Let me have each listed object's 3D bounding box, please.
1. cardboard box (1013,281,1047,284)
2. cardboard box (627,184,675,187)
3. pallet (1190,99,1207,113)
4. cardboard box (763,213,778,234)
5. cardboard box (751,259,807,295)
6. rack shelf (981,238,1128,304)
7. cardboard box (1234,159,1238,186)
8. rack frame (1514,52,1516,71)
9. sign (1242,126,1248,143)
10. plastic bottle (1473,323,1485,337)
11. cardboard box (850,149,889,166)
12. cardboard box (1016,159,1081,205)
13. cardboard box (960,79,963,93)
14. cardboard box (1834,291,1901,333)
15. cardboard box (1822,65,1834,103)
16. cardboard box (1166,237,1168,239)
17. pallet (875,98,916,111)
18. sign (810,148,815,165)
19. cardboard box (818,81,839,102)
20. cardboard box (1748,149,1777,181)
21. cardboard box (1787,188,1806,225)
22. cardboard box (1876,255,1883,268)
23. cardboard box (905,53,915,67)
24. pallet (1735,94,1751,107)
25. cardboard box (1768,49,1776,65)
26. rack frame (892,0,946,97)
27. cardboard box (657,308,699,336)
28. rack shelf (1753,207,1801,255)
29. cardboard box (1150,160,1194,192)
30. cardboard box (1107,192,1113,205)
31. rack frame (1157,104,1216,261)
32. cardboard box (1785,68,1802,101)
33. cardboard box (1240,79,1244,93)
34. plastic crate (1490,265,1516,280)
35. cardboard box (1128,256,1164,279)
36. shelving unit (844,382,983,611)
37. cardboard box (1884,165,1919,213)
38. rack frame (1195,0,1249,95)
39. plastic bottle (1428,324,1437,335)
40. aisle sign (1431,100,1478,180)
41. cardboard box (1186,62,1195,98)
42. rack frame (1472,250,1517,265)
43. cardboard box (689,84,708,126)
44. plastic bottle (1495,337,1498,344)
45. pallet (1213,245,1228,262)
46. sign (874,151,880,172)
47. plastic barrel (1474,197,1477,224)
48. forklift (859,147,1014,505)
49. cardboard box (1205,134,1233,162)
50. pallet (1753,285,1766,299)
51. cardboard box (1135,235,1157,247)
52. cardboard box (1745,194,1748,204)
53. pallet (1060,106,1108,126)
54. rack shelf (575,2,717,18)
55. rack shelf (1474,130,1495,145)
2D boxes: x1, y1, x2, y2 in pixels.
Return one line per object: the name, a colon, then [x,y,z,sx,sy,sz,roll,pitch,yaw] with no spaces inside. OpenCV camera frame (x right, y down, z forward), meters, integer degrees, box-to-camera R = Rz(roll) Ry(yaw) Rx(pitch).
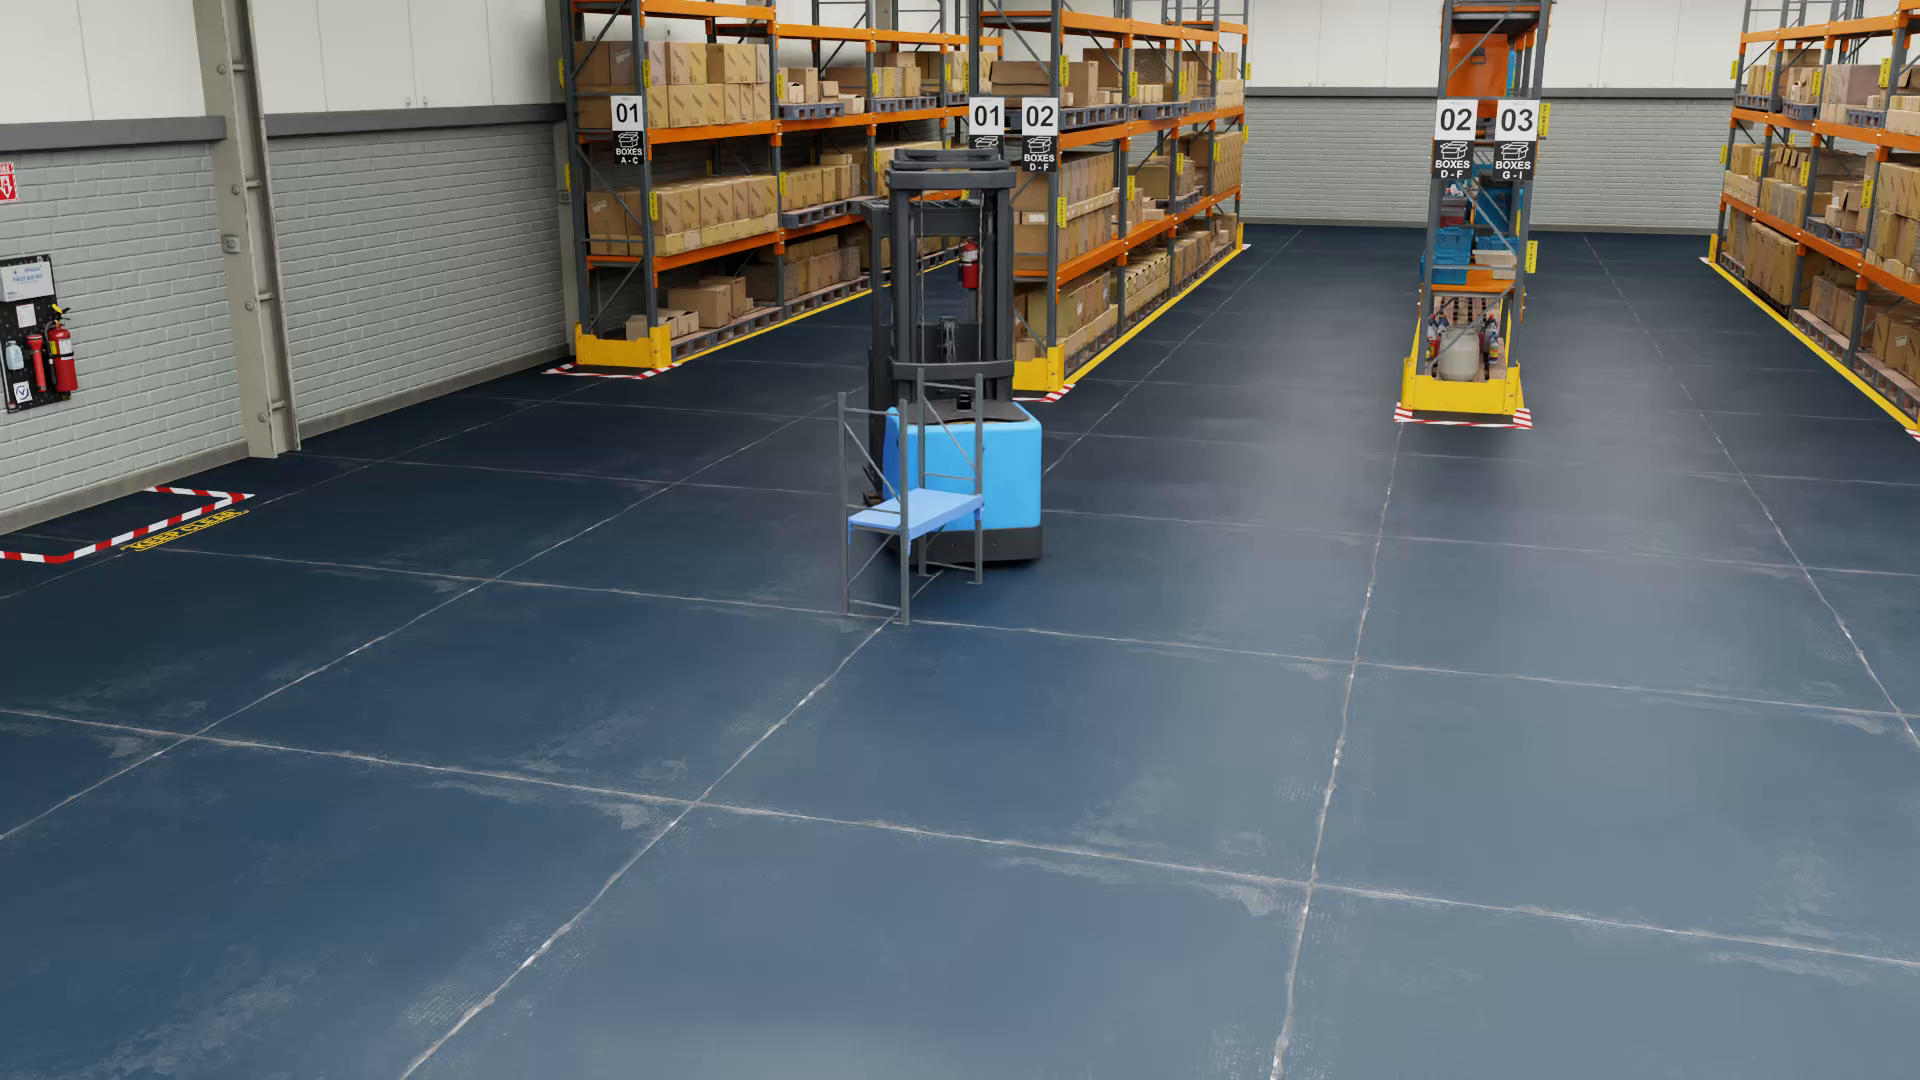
cardboard box: [0.874,-3.002,20.812,0.500,0.500,0.500,5,16,16]
cardboard box: [10.083,-5.307,24.195,26.022,0.889,13.577,4,16,14]
pallet: [3.459,-7.261,27.778,1.213,0.211,1.003,5,16,16]
cardboard box: [-2.864,-4.425,23.171,0.500,0.250,0.500,5,16,16]
cardboard box: [-2.729,-3.977,25.128,0.700,0.500,0.500,4,16,15]
rack shelf: [1.162,-3.382,20.576,1.077,0.370,4.000,5,16,16]
cardboard box: [5.130,-7.165,32.410,0.500,0.500,0.500,5,17,16]
rack frame: [8.752,-8.846,27.525,1.000,3.000,0.127,5,16,16]
sign: [5.667,-8.052,33.020,0.100,0.325,0.005,5,16,16]
plastic bottle: [6.368,-2.532,20.444,0.152,0.276,0.135,5,16,16]
cardboard box: [-1.499,-6.349,27.578,0.500,0.250,0.500,5,17,17]
cardboard box: [1.040,-4.282,19.870,0.700,0.500,0.500,5,16,16]
cardboard box: [-0.139,-8.641,31.624,0.500,0.250,0.500,4,16,15]
cardboard box: [11.734,-2.920,21.403,0.700,0.500,0.500,3,16,11]
cardboard box: [11.983,-6.158,22.446,0.500,0.500,0.500,5,17,16]
cardboard box: [3.342,-4.976,28.649,0.500,0.500,0.500,5,17,17]
pallet: [-1.437,-7.499,28.620,1.003,0.211,1.213,5,17,18]
sign: [-2.417,-6.281,27.353,0.100,0.325,0.005,5,16,16]
cardboard box: [-2.341,-6.852,25.766,0.797,0.503,0.637,7,17,24]
cardboard box: [13.521,-6.279,27.825,0.500,0.500,0.500,5,17,16]
cardboard box: [12.414,-4.855,24.268,0.500,0.500,0.500,4,16,15]
cardboard box: [10.749,-3.197,19.063,0.380,0.149,0.250,5,16,16]
cardboard box: [-1.123,-8.571,29.691,0.500,0.250,0.500,6,17,20]
pallet: [14.436,-7.828,29.595,1.003,0.211,1.213,5,16,16]
cardboard box: [14.053,-8.196,28.222,0.500,0.250,0.500,4,16,14]
rack frame: [-0.747,-9.614,30.234,1.000,3.000,0.127,5,16,16]
cardboard box: [-3.712,-2.830,21.430,0.500,0.311,0.500,6,17,20]
rack shelf: [19.458,-4.316,21.262,15.828,1.792,7.840,5,16,16]
cardboard box: [3.561,-6.128,27.984,0.700,0.500,0.500,1,16,2]
cardboard box: [1.786,-4.460,21.683,0.380,0.149,0.250,4,16,15]
rack frame: [4.003,-6.345,29.701,1.000,3.000,0.127,5,16,16]
cardboard box: [13.345,-7.116,25.972,0.700,0.500,0.500,5,17,17]
cardboard box: [5.239,-8.848,32.390,0.500,0.250,0.500,5,16,16]
plastic crate: [5.904,-2.902,18.049,0.298,0.136,0.250,5,16,16]
cardboard box: [2.813,-4.155,25.222,0.500,0.311,0.500,4,16,15]
shelving unit: [-0.314,-0.316,11.193,0.538,1.308,1.030,8,18,28]
cardboard box: [10.715,-3.926,18.613,0.500,0.500,0.500,5,16,16]
rack frame: [5.140,-10.277,32.572,1.000,3.000,0.127,5,16,16]
plastic bottle: [5.624,-2.416,19.897,0.144,0.351,0.185,5,17,18]
aisle sign: [5.036,-4.075,16.935,0.394,0.787,0.004,5,16,16]
cardboard box: [3.622,-7.783,28.140,0.600,0.600,0.600,4,16,15]
rack frame: [13.585,-5.107,17.459,15.375,4.700,1.906,5,16,16]
cardboard box: [-3.492,-5.431,20.764,0.500,0.500,0.500,5,17,18]
plastic bottle: [6.424,-4.336,20.931,0.947,3.481,4.193,5,17,17]
pallet: [4.544,-5.503,31.844,1.003,0.211,1.213,5,16,16]
sign: [-1.361,-6.161,27.076,0.100,0.325,0.005,5,16,16]
plastic barrel: [7.169,-4.357,22.445,0.433,0.535,0.433,0,16,0]
forklift: [-0.175,-1.589,13.059,1.121,2.935,3.031,-3,16,-10]
cardboard box: [4.846,-7.380,31.336,0.500,0.500,0.500,5,17,18]
pallet: [13.353,-4.026,26.638,1.003,0.211,1.213,5,16,16]
cardboard box: [2.919,-4.946,27.171,0.500,0.250,0.500,5,17,18]
cardboard box: [13.492,-5.762,28.106,0.380,0.149,0.250,5,17,17]
pallet: [1.164,-5.109,20.010,1.003,0.211,1.213,5,16,16]
rack shelf: [-3.589,-6.719,21.089,0.831,0.071,3.687,5,16,16]
rack shelf: [5.910,-4.569,18.772,0.919,0.052,3.809,5,16,16]
